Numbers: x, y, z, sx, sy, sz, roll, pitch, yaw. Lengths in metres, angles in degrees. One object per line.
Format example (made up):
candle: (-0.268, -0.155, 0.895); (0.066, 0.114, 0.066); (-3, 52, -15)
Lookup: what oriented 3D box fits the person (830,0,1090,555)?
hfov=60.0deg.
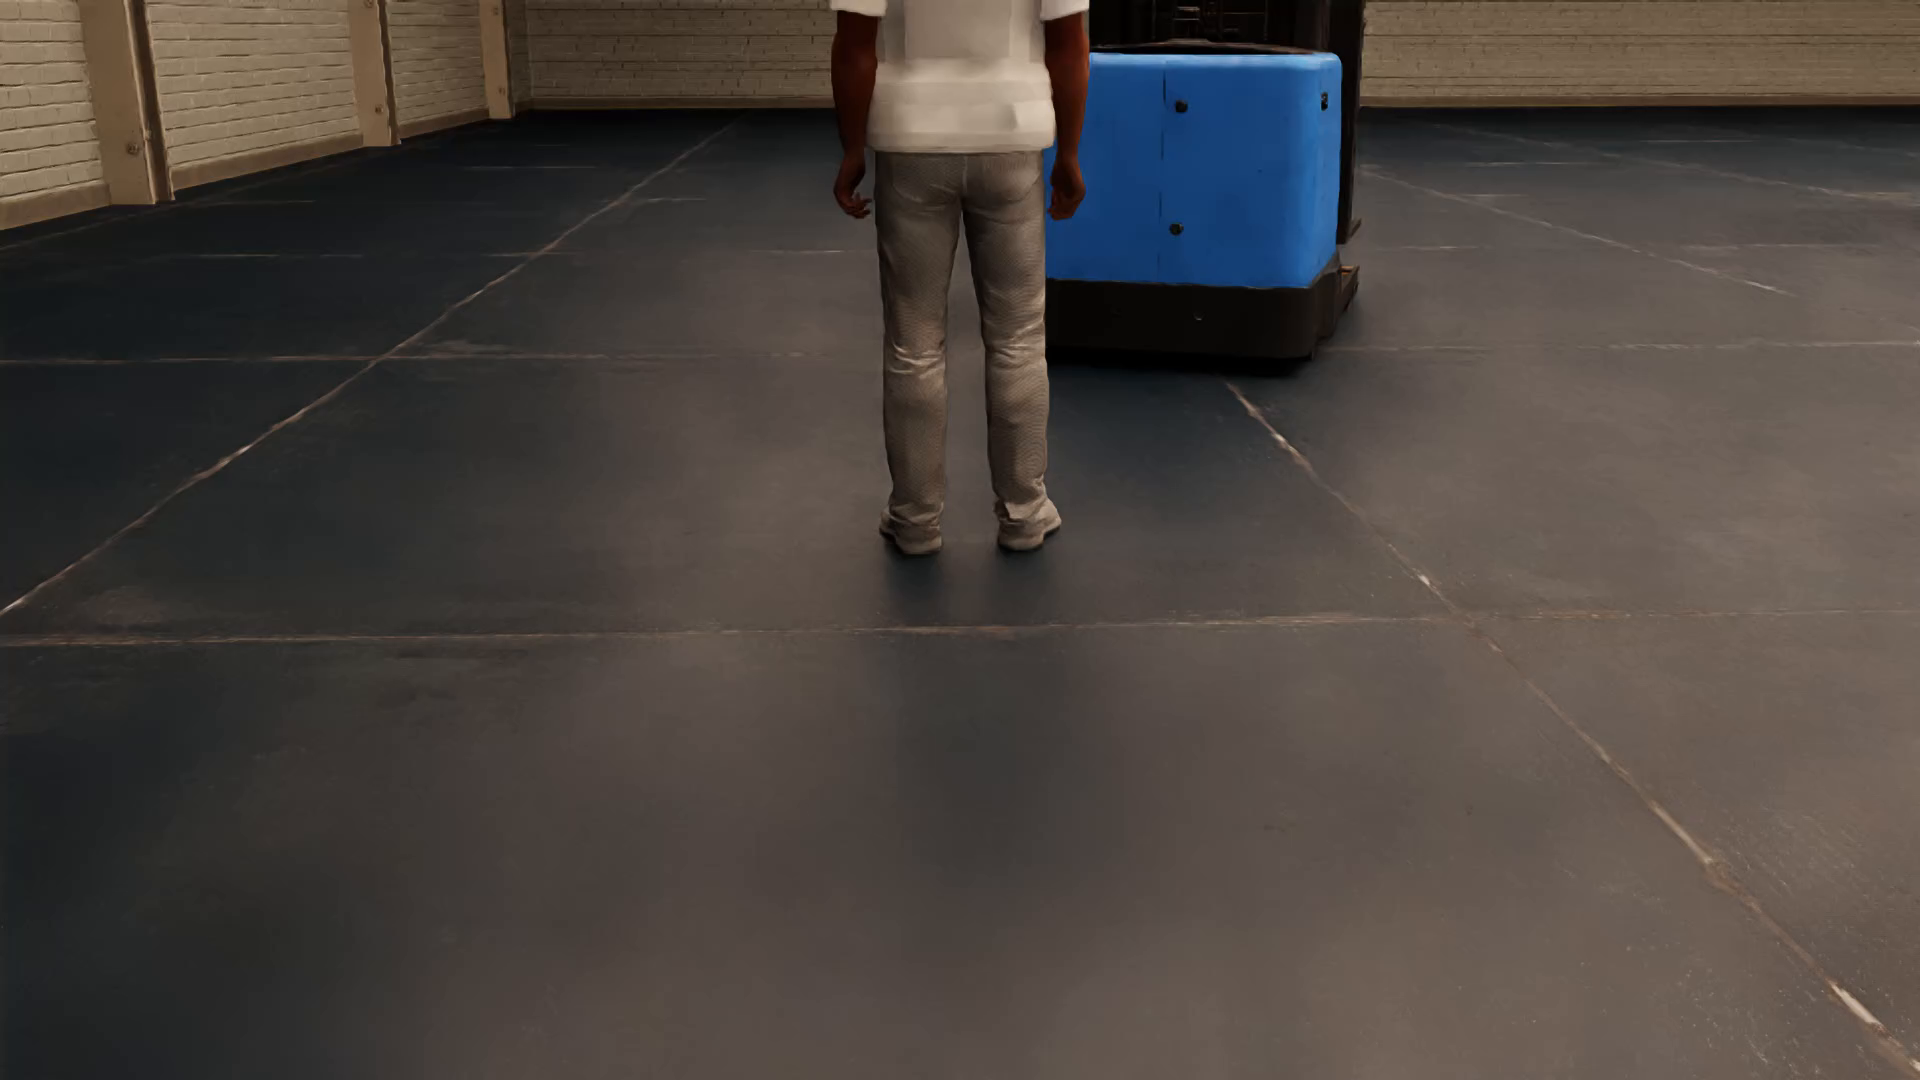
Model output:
person: (-0.002, -0.849, 3.672); (0.559, 1.771, 0.367); (-1, 17, -3)

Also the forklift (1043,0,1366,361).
forklift: (1.132, -2.418, 6.811); (1.130, 2.935, 3.031); (5, 18, 16)
